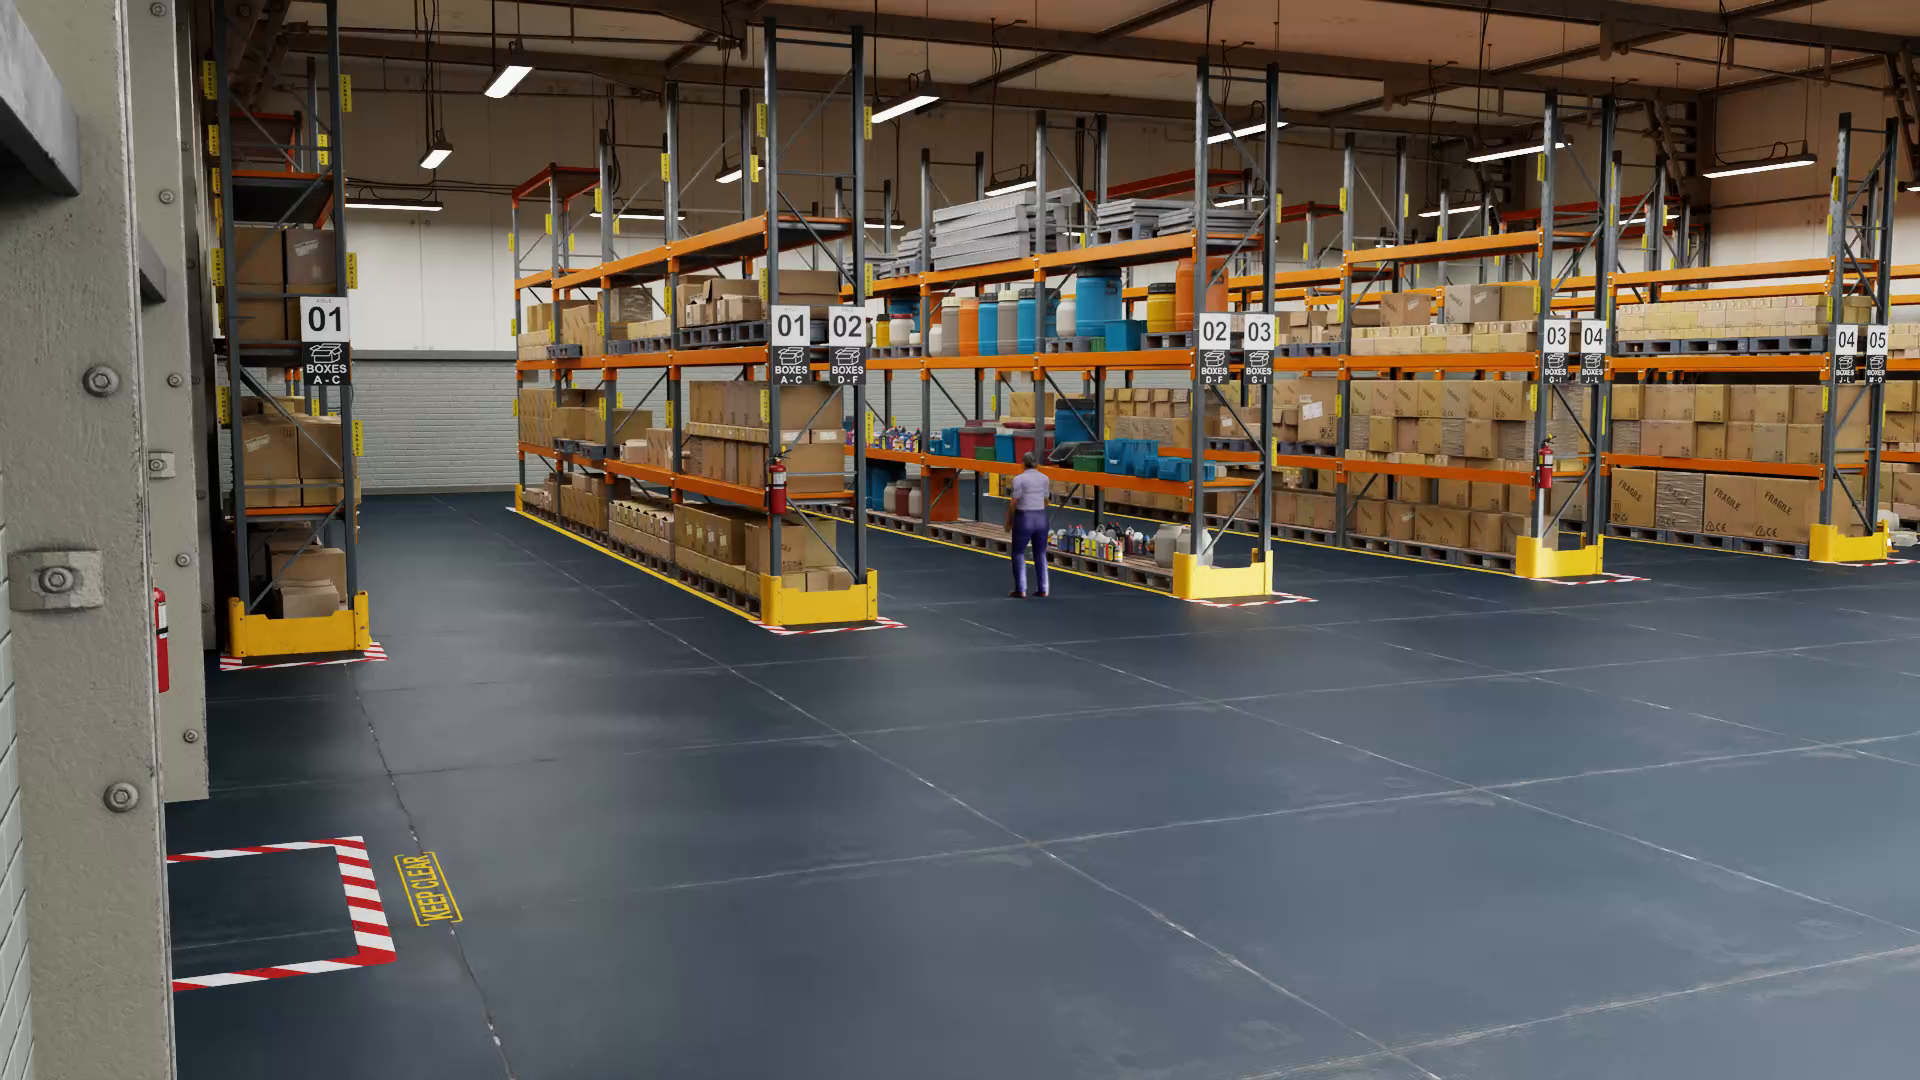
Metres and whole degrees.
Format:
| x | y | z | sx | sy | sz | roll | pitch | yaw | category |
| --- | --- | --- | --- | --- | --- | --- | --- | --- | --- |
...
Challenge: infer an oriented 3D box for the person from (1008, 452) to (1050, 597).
| x | y | z | sx | sy | sz | roll | pitch | yaw | category |
| --- | --- | --- | --- | --- | --- | --- | --- | --- | --- |
| 0.772 | -0.178 | 18.878 | 0.498 | 1.656 | 0.450 | -3 | 6 | -24 | person |
